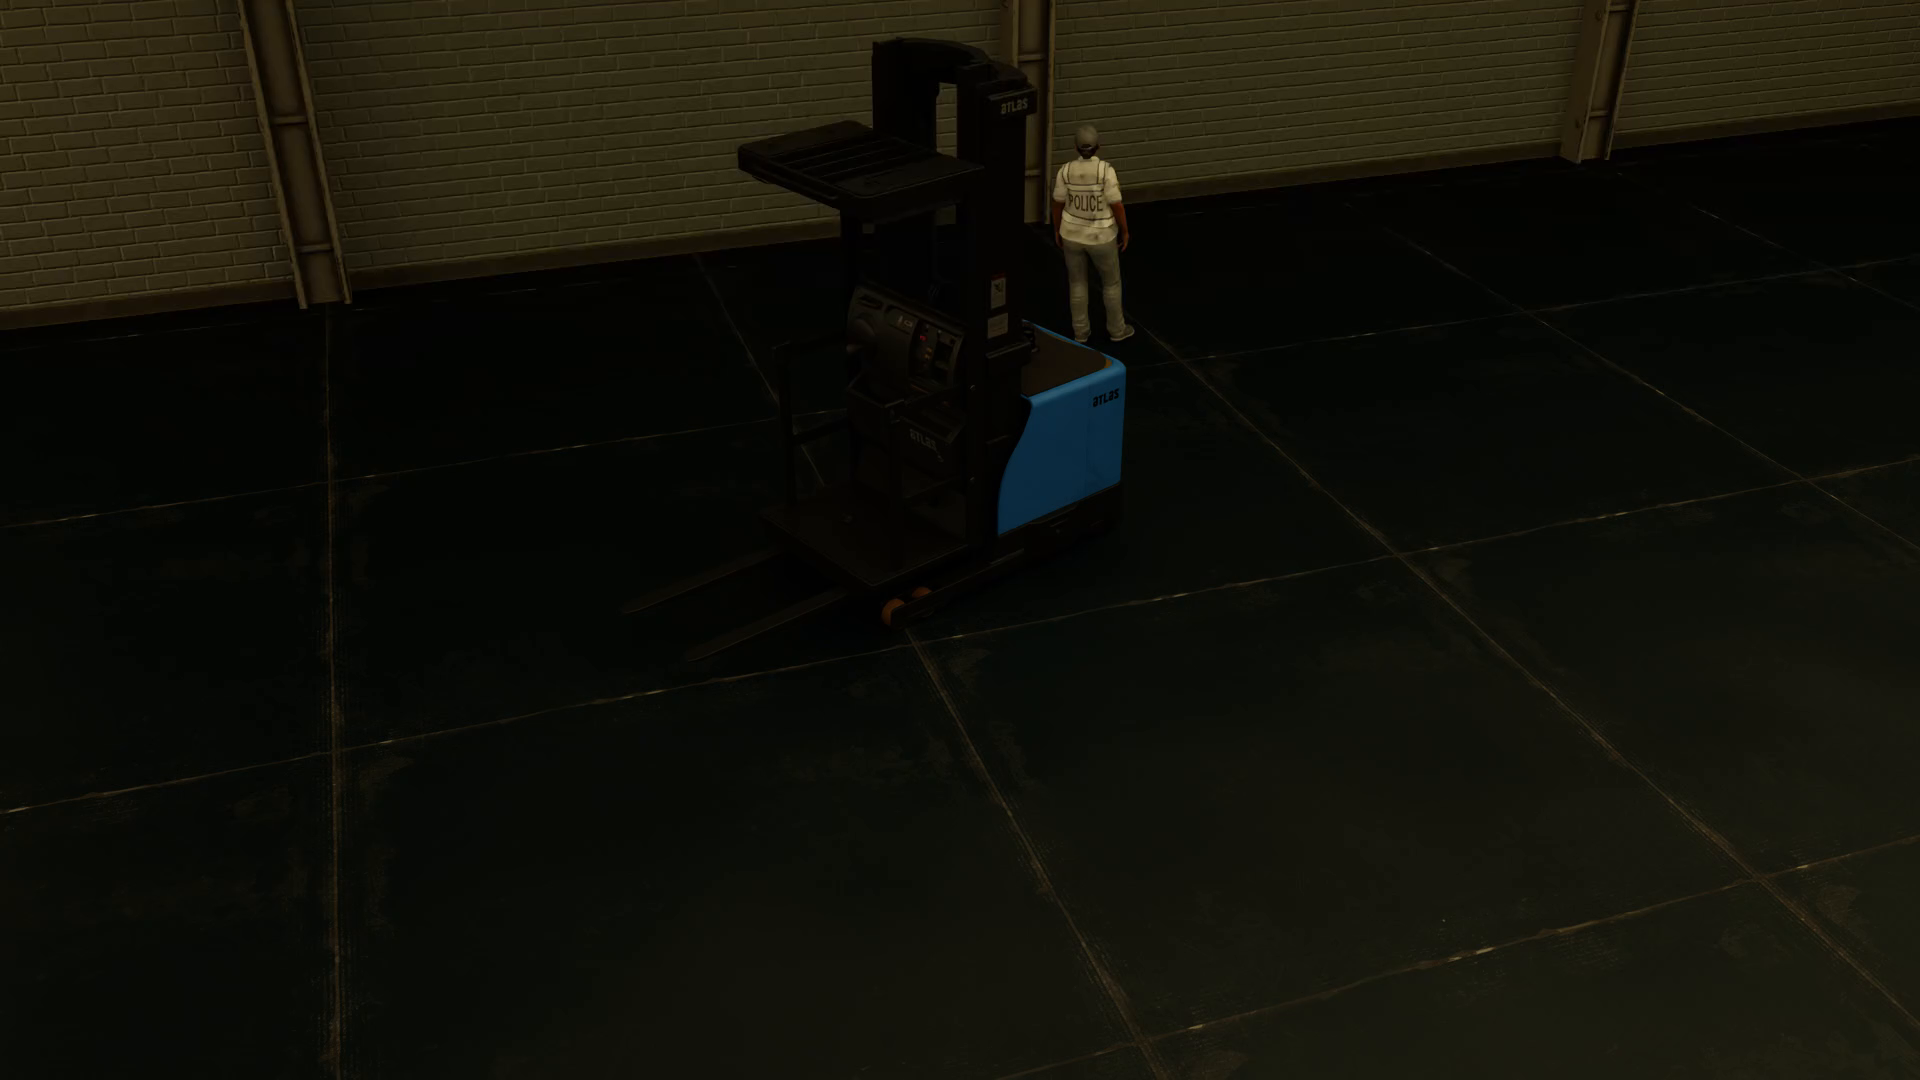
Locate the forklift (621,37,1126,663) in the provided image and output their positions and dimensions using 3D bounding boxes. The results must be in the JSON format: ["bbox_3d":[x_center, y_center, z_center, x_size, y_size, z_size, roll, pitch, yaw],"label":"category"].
[{"bbox_3d":[-0.461,-1.072,8.951,3.031,2.935,1.130,-23,37,-34],"label":"forklift"}]

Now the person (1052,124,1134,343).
[{"bbox_3d":[0.992,-2.260,12.269,0.598,1.669,0.530,10,31,17],"label":"person"}]
